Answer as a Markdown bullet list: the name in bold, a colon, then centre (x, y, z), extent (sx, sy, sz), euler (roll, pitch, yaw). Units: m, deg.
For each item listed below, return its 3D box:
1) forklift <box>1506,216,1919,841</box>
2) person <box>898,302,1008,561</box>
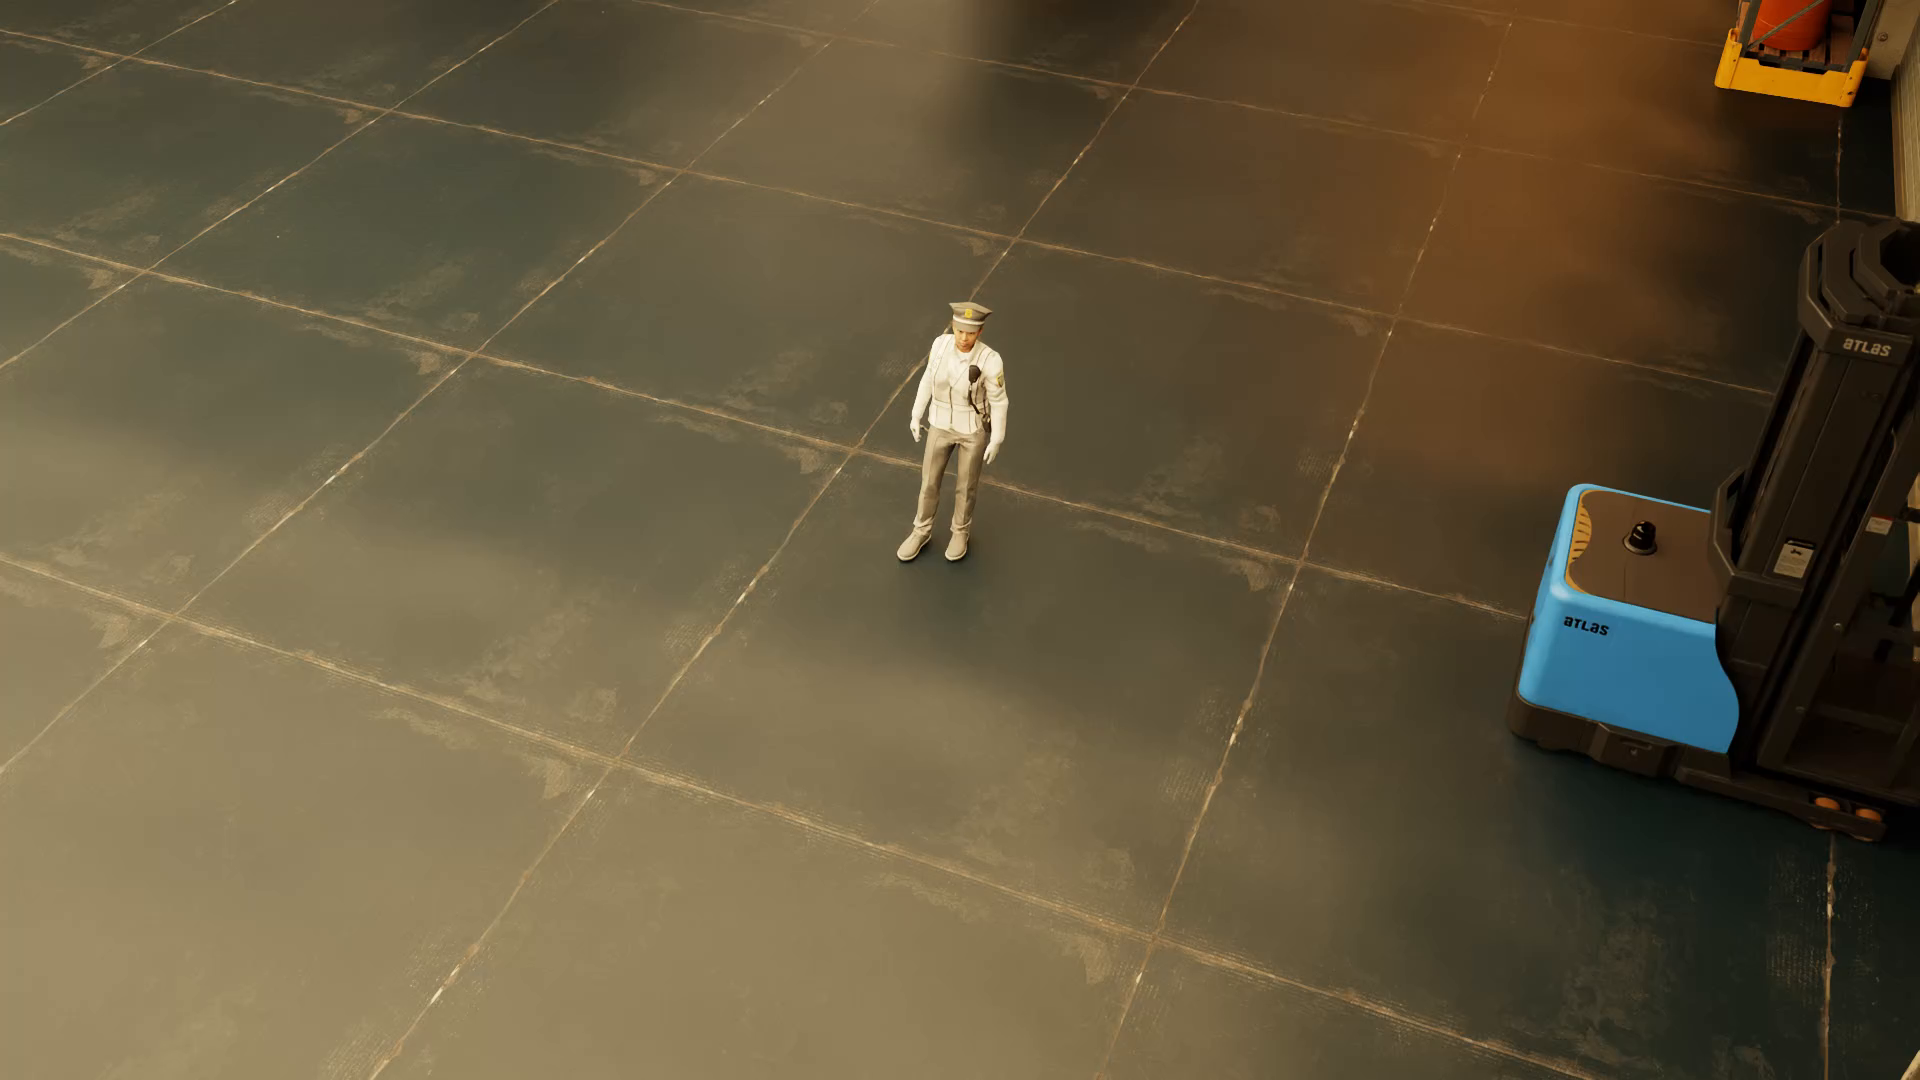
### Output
- **forklift**: centre (4.525, 0.016, 7.987), extent (3.031, 2.935, 1.130), euler (15, 42, 17)
- **person**: centre (-0.040, -0.619, 9.697), extent (0.570, 1.695, 0.531), euler (15, 42, 17)
